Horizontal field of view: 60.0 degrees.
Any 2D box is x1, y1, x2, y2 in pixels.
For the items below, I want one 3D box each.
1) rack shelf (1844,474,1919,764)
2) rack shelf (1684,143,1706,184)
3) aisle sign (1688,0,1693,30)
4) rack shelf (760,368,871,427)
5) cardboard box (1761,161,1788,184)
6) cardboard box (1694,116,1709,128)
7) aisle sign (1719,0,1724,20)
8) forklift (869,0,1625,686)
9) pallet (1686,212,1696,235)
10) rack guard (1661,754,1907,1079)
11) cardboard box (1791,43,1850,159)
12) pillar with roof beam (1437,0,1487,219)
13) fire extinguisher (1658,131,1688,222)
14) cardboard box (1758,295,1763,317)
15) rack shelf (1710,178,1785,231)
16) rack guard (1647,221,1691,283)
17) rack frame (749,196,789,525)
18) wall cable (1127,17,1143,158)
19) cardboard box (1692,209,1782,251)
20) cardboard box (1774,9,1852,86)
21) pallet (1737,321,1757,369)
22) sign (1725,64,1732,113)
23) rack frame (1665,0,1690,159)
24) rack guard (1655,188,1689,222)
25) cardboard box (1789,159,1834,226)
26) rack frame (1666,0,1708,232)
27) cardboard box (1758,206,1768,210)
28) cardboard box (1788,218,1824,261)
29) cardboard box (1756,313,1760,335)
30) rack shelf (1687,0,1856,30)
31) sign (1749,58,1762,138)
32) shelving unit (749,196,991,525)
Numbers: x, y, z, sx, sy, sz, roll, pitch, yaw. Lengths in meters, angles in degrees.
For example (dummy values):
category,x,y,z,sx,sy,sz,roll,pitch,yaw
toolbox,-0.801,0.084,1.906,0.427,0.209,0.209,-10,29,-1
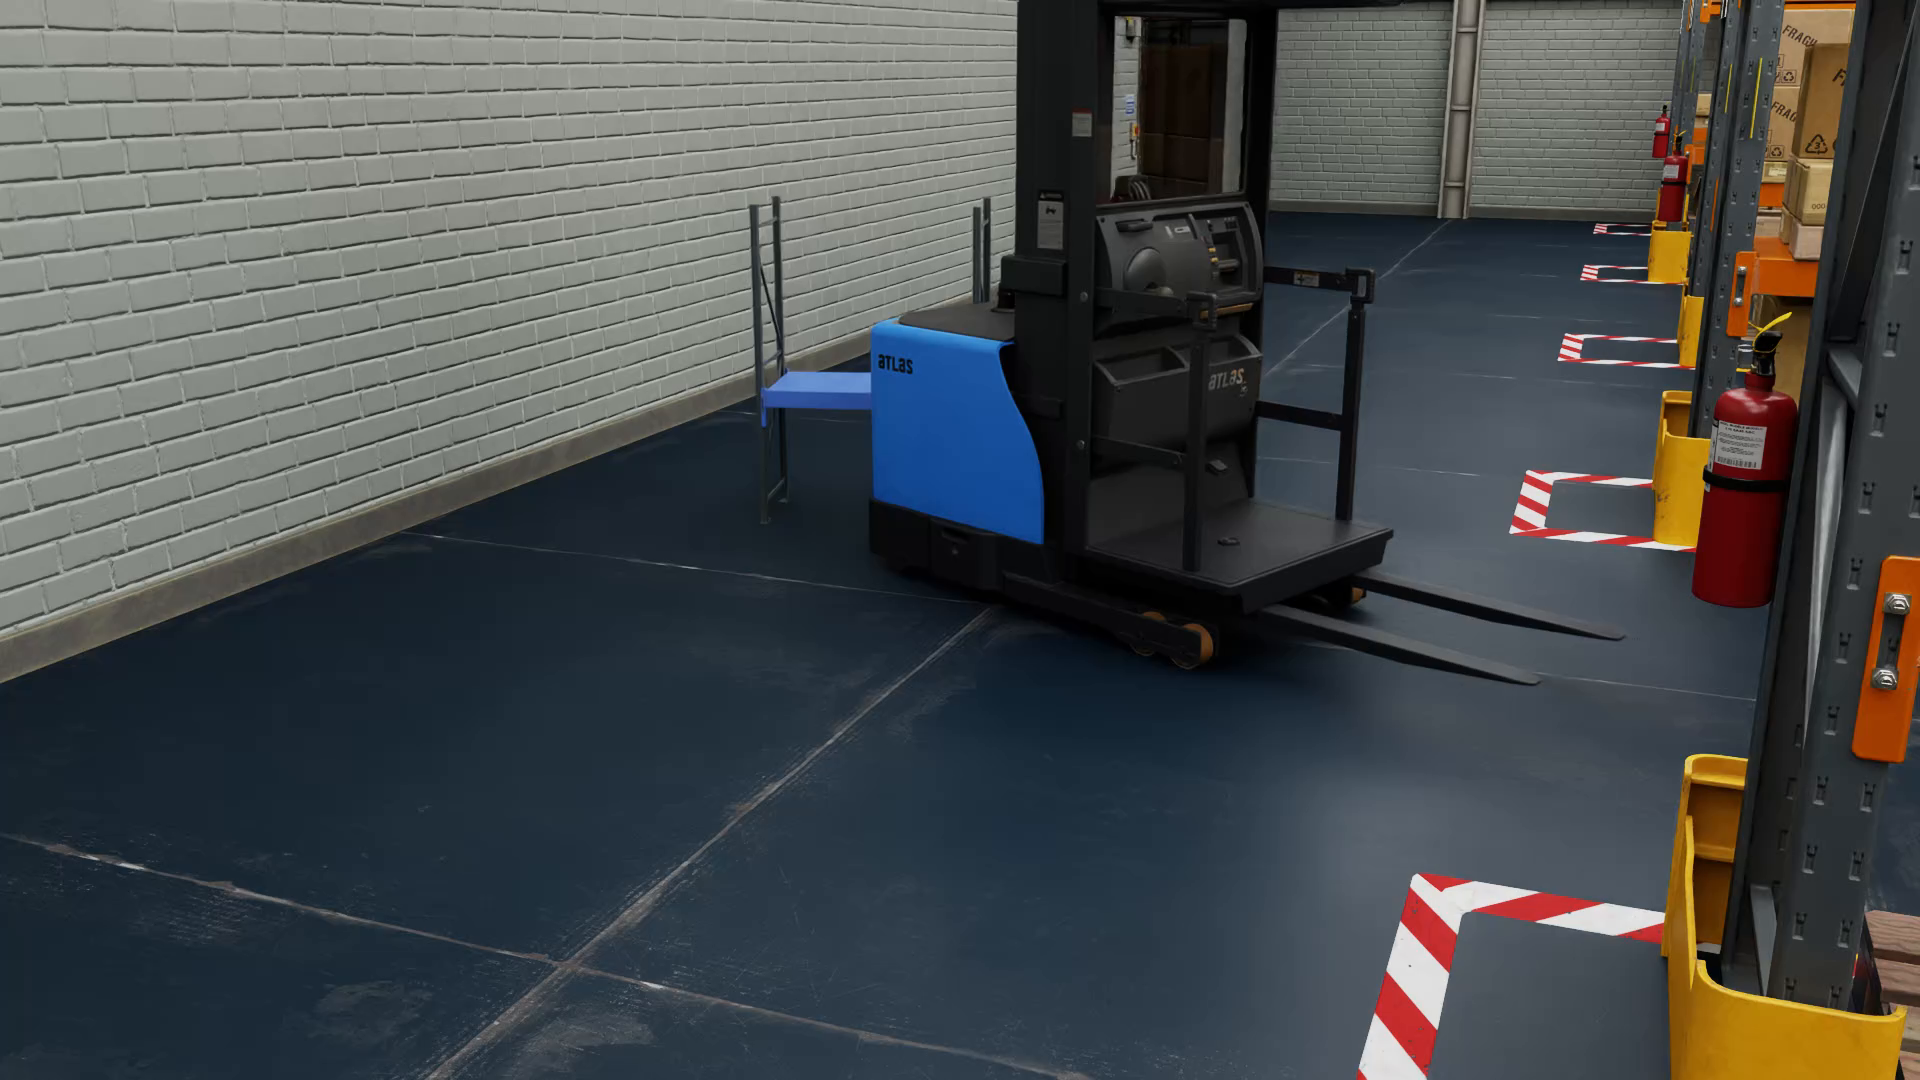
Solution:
category,x,y,z,sx,sy,sz,roll,pitch,yaw
rack shelf,3.618,0.277,2.630,4.000,0.370,1.077,6,17,21
rack shelf,9.071,-3.578,15.908,4.000,0.370,1.077,6,17,21
aisle sign,7.258,-5.464,16.452,0.004,0.787,0.394,6,17,21
rack shelf,-0.402,-0.673,7.947,1.000,0.185,0.538,2,16,6
cardboard box,5.670,-2.595,11.683,0.250,0.149,0.380,6,17,20
cardboard box,9.234,-5.190,20.622,0.250,0.149,0.380,6,17,20
aisle sign,5.531,-4.167,11.986,0.004,0.787,0.394,6,17,21
forklift,0.998,-1.099,6.202,1.130,2.935,3.031,-15,22,-42
pallet,9.841,-3.987,21.030,1.213,0.211,1.003,6,17,21
rack guard,1.730,0.928,3.580,0.348,0.500,1.175,6,17,21
cardboard box,4.124,-2.007,7.597,0.500,0.500,0.500,7,17,21
pillar with roof beam,5.272,-7.690,18.021,0.400,9.000,9.100,6,17,21
fire extinguisher,5.424,-2.763,12.618,0.183,0.674,0.296,6,17,21
cardboard box,5.882,-1.689,11.938,0.250,0.149,0.380,7,18,23
rack shelf,7.349,-2.284,11.450,4.000,0.370,1.077,6,17,21
rack guard,7.188,-2.930,16.869,0.348,0.500,1.175,6,17,21
rack frame,-0.907,-0.862,7.953,0.032,1.500,0.500,2,16,6
wall cable,1.957,-5.202,18.332,0.123,1.953,0.585,6,17,21
cardboard box,7.861,-3.058,16.668,0.875,0.438,0.875,6,17,19
cardboard box,5.809,-3.390,11.464,0.500,0.500,0.500,6,17,20
pallet,6.302,-1.395,12.099,1.213,0.211,1.003,6,17,21
sign,5.290,-3.109,11.449,0.005,0.325,0.100,6,17,21
rack frame,9.029,-5.416,20.948,0.127,3.000,1.000,6,17,21
rack guard,9.099,-4.207,21.270,0.348,0.500,1.175,6,17,21
cardboard box,3.922,-1.509,7.228,0.500,0.250,0.500,6,17,19
rack frame,7.211,-4.128,16.512,0.127,3.000,1.000,6,17,21
cardboard box,9.944,-4.107,20.802,0.250,0.149,0.380,6,17,18
cardboard box,3.784,-1.315,7.274,0.250,0.149,0.380,6,17,21
cardboard box,5.858,-1.530,11.923,0.250,0.149,0.380,7,17,22
rack shelf,10.889,-6.306,19.925,4.000,0.370,1.077,6,17,21
sign,3.365,-1.868,7.034,0.005,0.325,0.100,6,17,21
shelving unit,-0.402,-0.846,7.897,1.048,1.500,0.538,2,16,6
